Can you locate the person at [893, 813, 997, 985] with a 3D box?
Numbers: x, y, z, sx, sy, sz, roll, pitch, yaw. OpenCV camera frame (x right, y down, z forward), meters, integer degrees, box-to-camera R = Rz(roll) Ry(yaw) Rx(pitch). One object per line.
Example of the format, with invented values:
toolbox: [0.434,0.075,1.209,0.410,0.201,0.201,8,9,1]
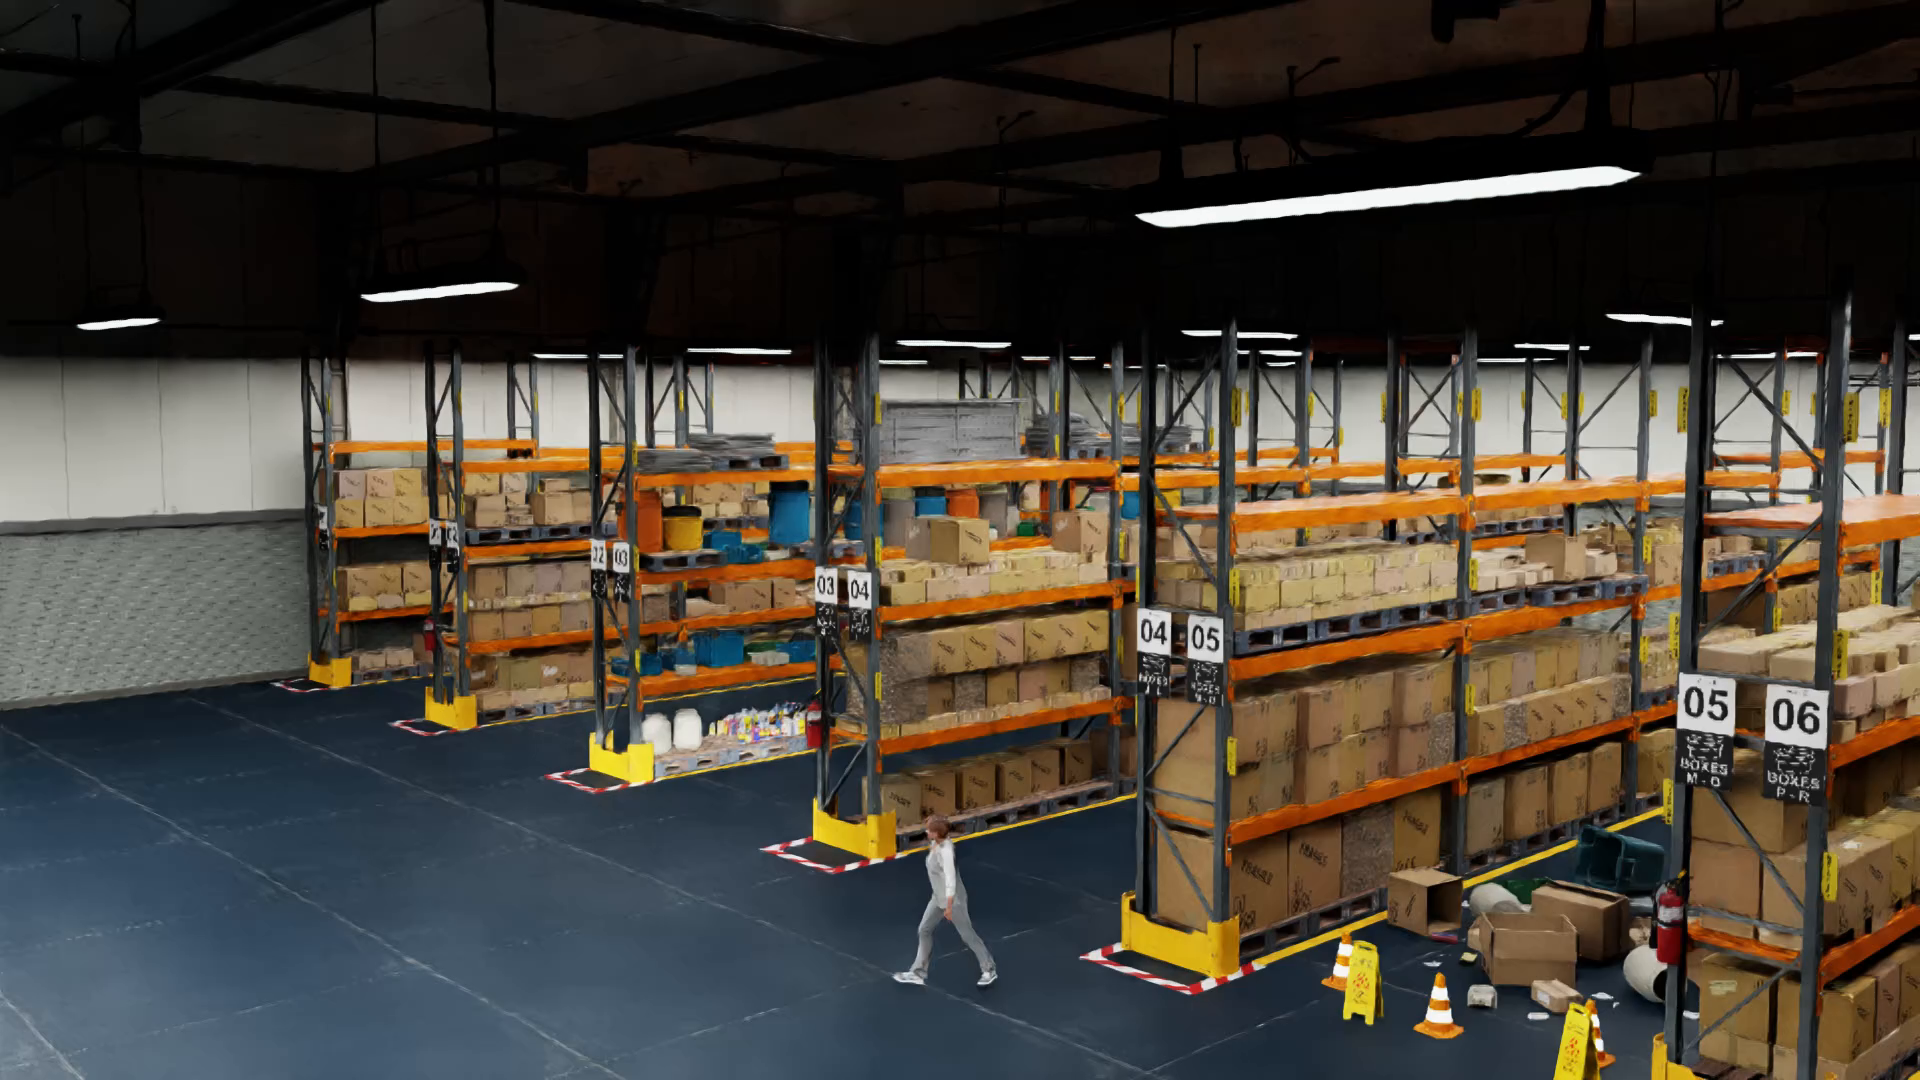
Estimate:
person: [-0.113,3.122,14.462,0.884,1.539,0.457,-2,5,-19]
